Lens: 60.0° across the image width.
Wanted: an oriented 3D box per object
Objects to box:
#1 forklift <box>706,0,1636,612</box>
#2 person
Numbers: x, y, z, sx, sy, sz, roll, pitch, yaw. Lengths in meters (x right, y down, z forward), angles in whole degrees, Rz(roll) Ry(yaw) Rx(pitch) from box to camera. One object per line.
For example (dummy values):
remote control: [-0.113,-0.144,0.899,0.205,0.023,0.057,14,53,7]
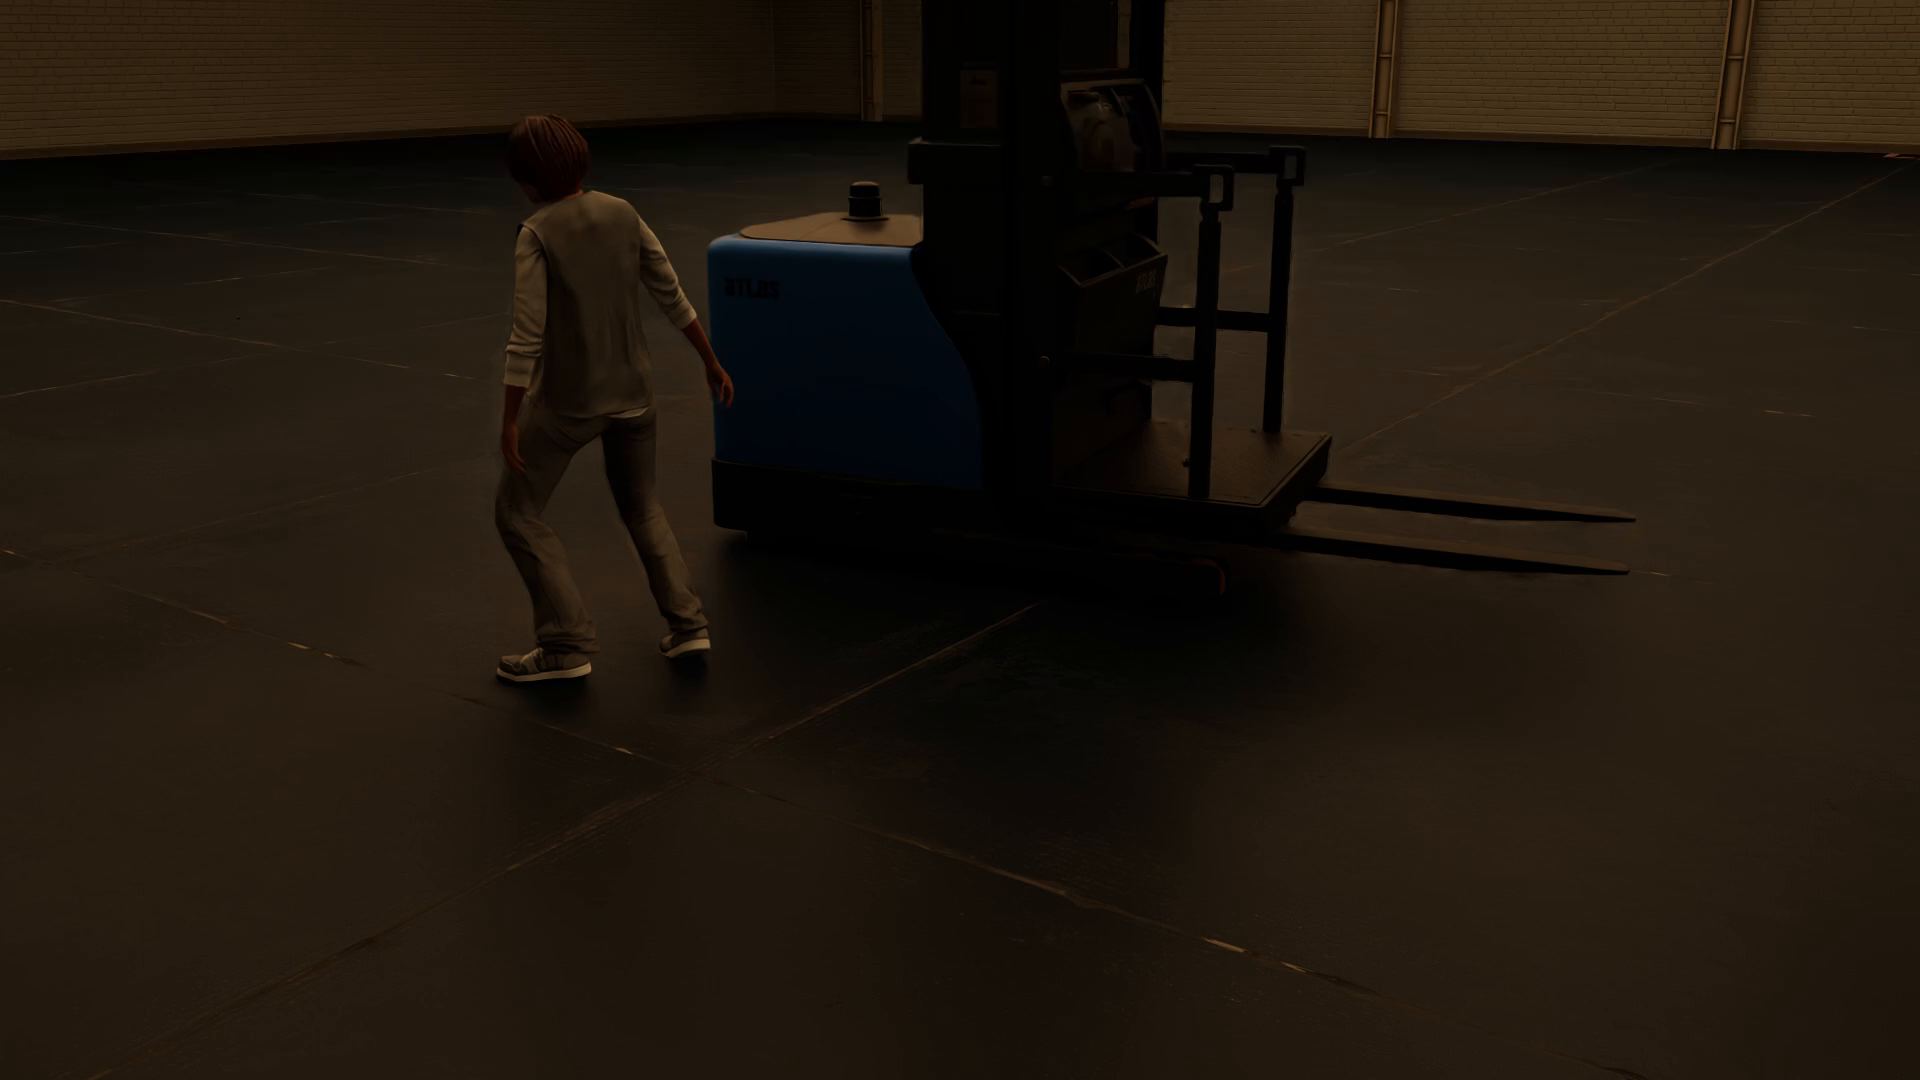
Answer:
forklift: [0.688,-1.354,5.359,3.031,2.935,1.130,7,18,22]
person: [-0.950,-0.377,4.595,0.732,1.552,0.438,-14,22,-40]
